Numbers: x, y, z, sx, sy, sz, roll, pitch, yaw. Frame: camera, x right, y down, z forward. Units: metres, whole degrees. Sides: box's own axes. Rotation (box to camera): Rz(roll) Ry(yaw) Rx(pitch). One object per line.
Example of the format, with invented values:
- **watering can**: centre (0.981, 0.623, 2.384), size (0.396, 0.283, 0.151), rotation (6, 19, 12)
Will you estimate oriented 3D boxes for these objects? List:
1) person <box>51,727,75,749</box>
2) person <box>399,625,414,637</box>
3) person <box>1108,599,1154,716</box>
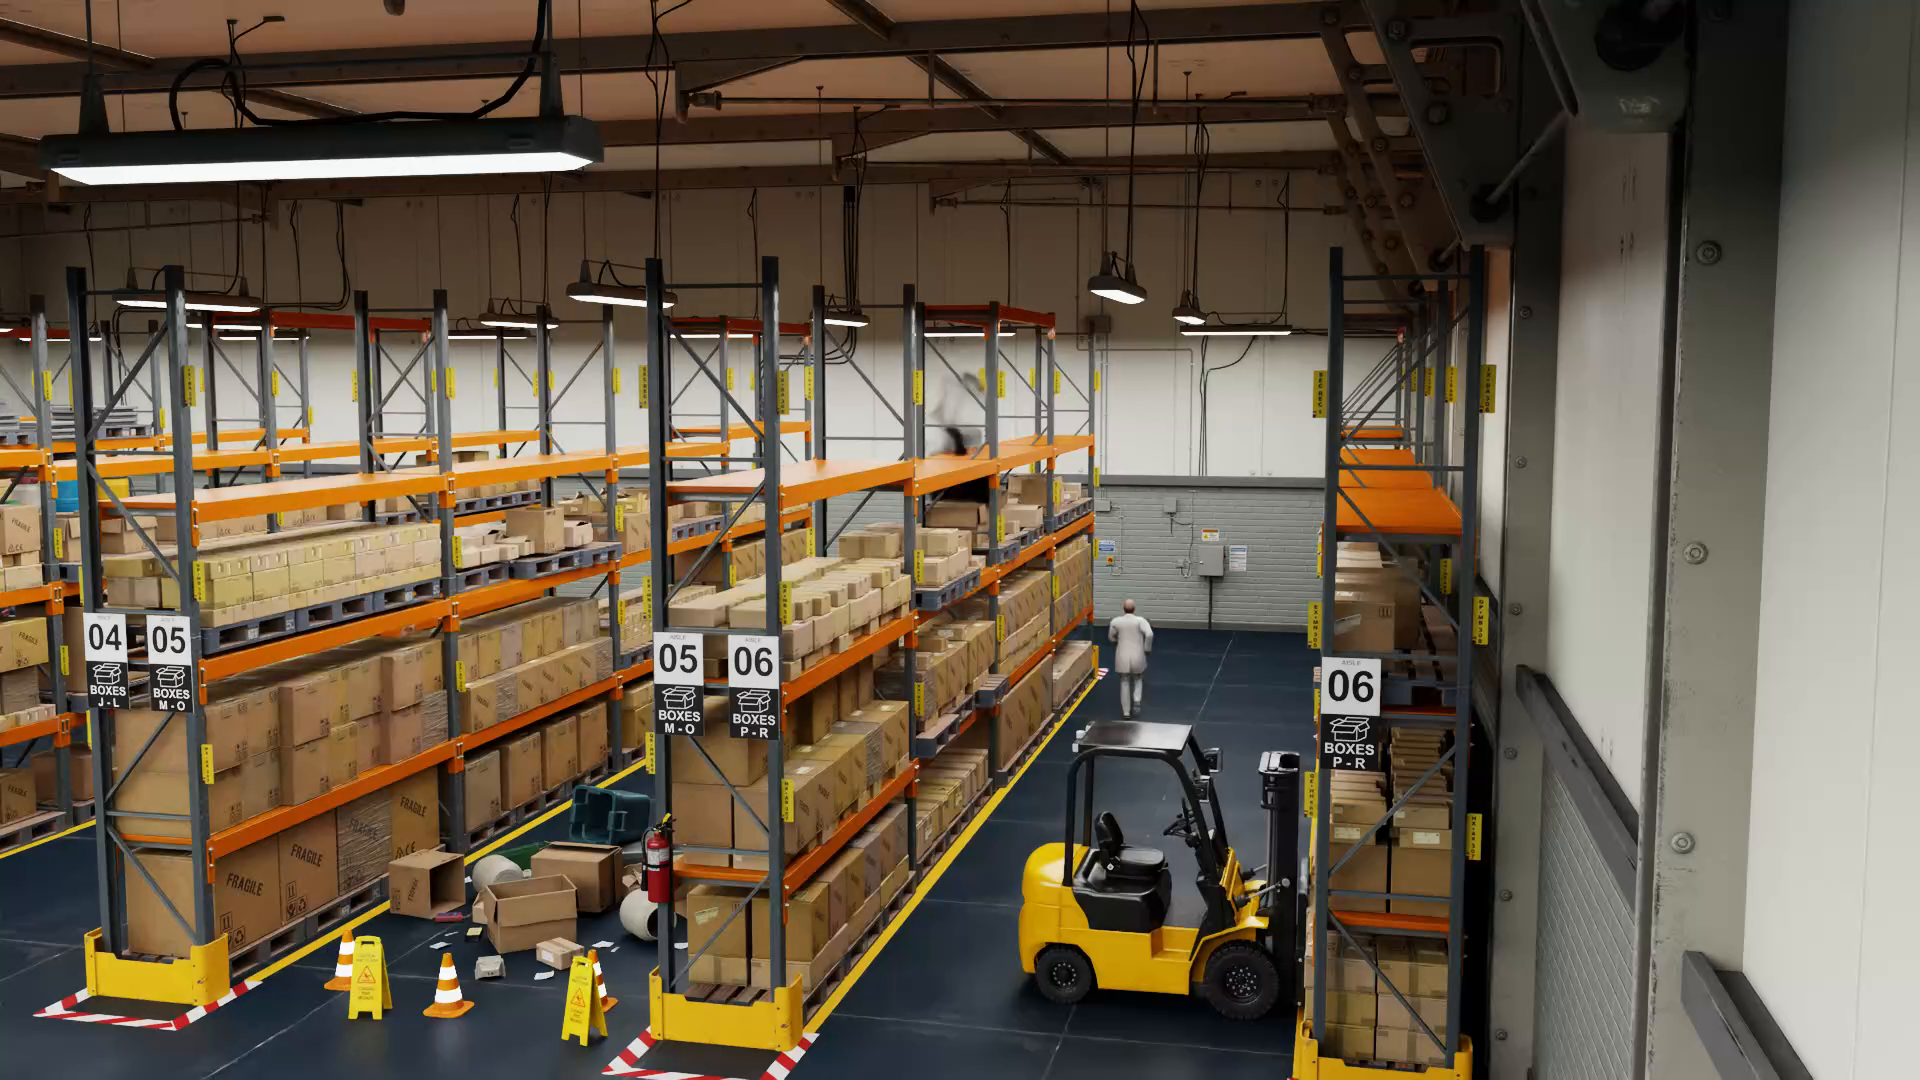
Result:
- **person**: centre (-12.276, 2.042, 22.730), size (0.673, 1.716, 0.829), rotation (0, 6, 5)
- **person**: centre (-7.647, 1.969, 23.109), size (0.655, 1.759, 0.744), rotation (1, 6, 6)
- **person**: centre (2.556, 1.765, 24.873), size (0.675, 1.789, 0.740), rotation (1, 6, 7)
